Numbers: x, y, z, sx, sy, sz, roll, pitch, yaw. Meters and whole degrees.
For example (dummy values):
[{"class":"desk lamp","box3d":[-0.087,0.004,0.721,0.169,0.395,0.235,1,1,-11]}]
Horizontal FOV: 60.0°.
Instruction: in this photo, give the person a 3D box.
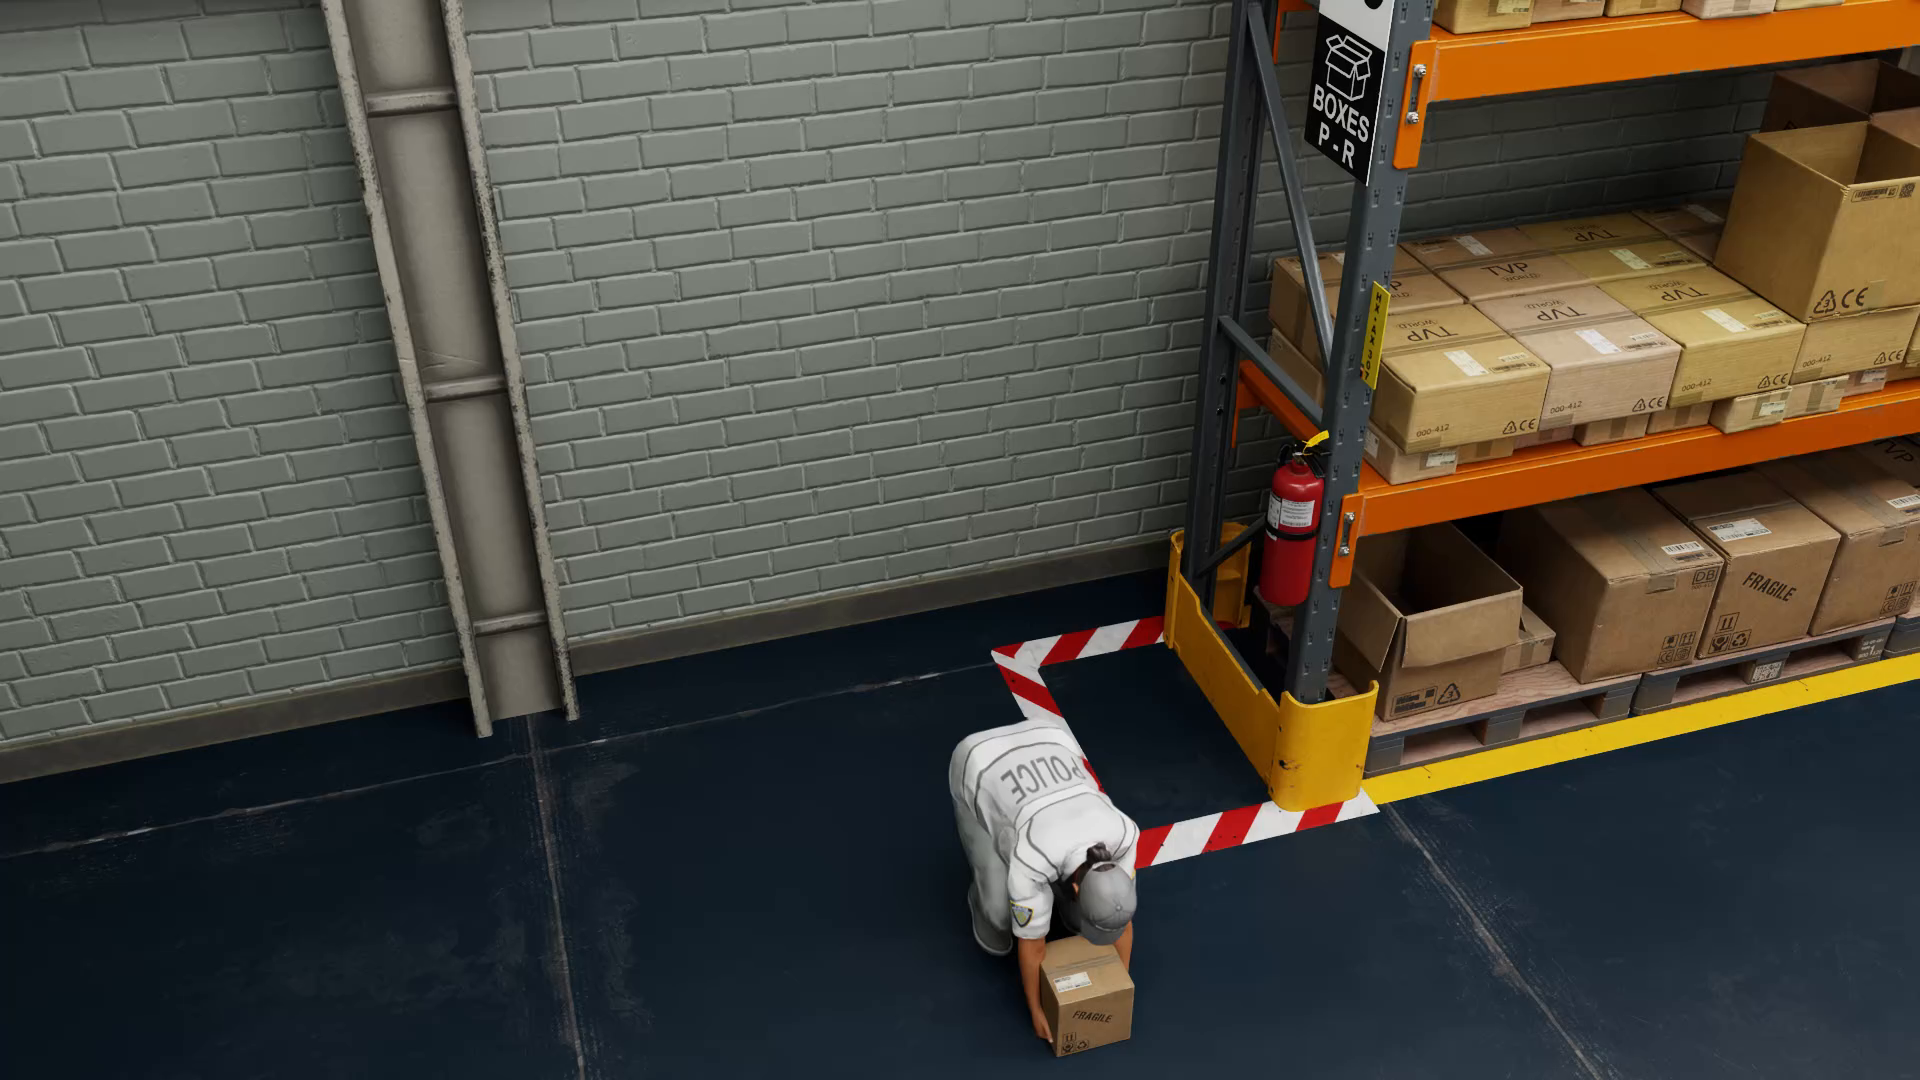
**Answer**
[{"class":"person","box3d":[0.291,1.072,5.390,0.509,0.764,0.937,-11,36,-16]}]
